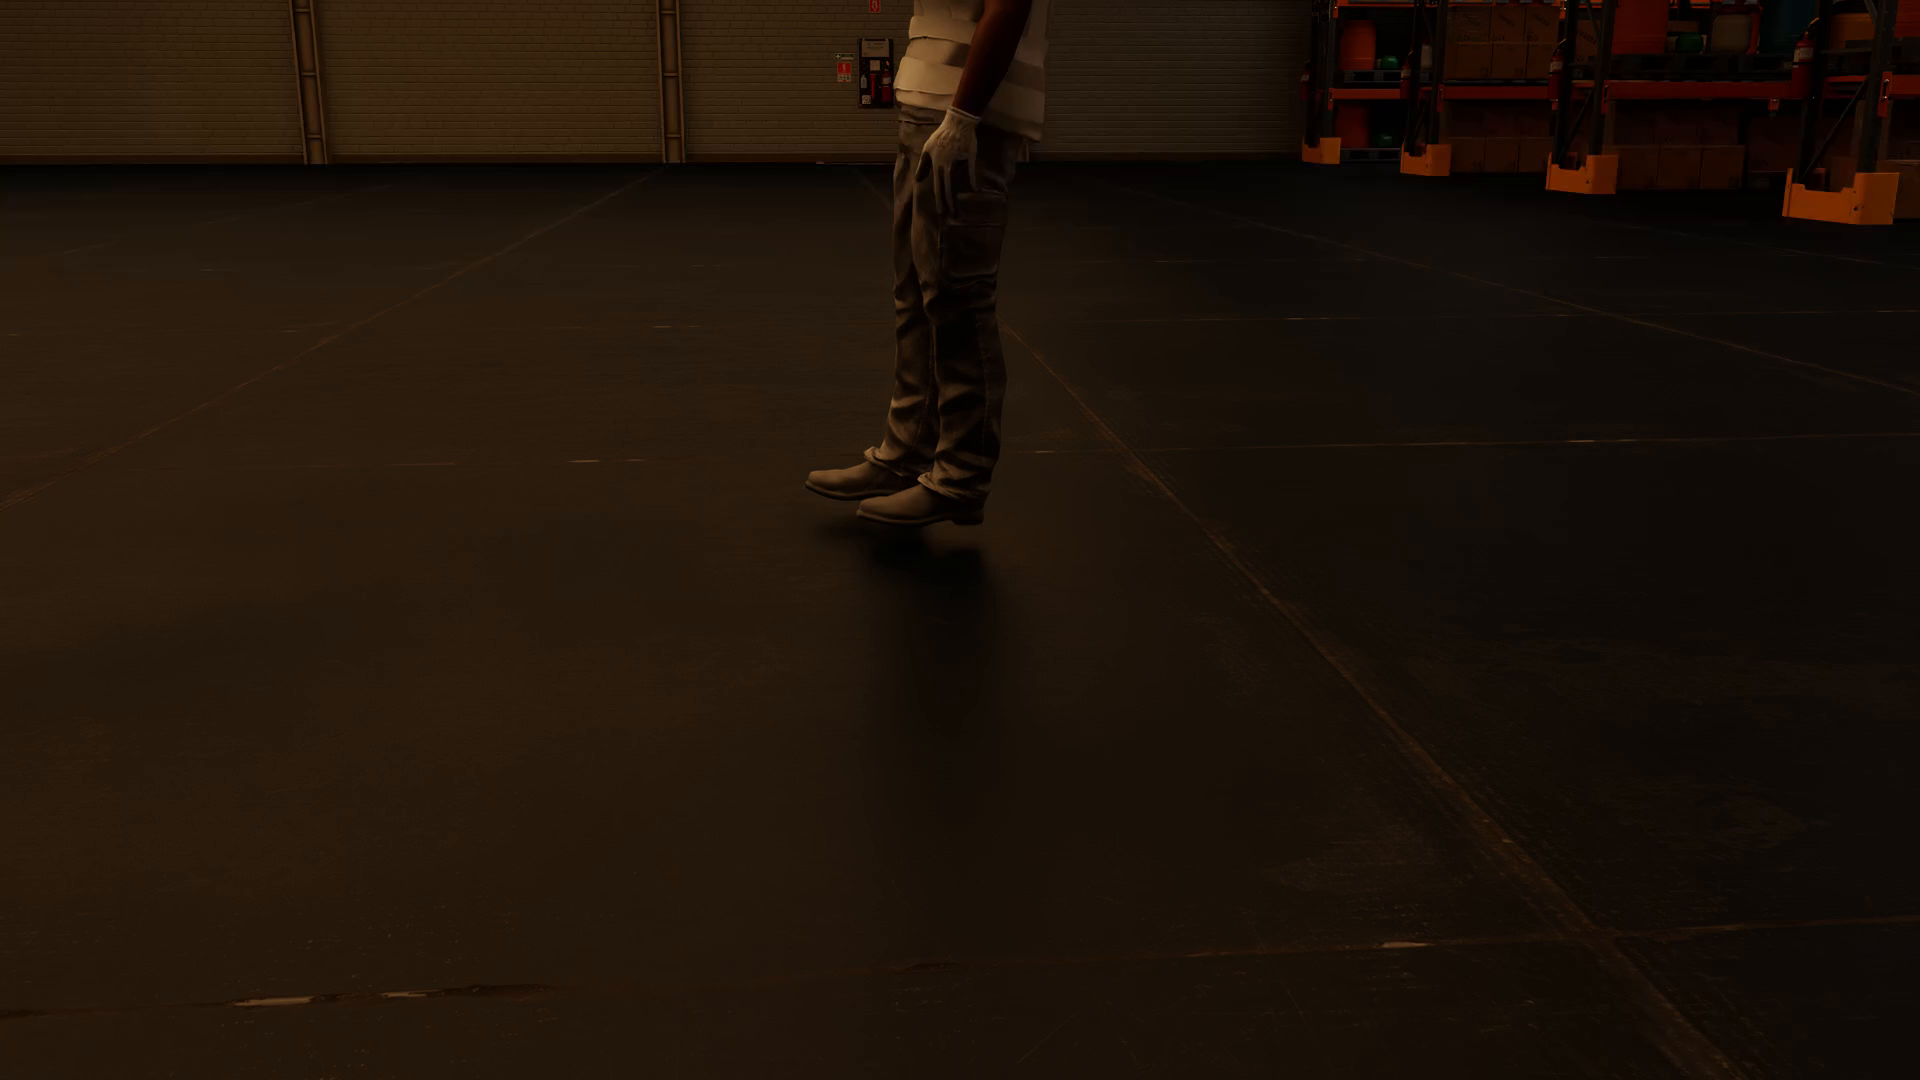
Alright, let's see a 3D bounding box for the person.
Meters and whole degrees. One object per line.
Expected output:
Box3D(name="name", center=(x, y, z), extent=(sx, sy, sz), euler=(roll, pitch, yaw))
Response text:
Box3D(name="person", center=(-0.073, -0.909, 3.698), extent=(0.575, 1.784, 0.657), euler=(-1, 15, -5))
